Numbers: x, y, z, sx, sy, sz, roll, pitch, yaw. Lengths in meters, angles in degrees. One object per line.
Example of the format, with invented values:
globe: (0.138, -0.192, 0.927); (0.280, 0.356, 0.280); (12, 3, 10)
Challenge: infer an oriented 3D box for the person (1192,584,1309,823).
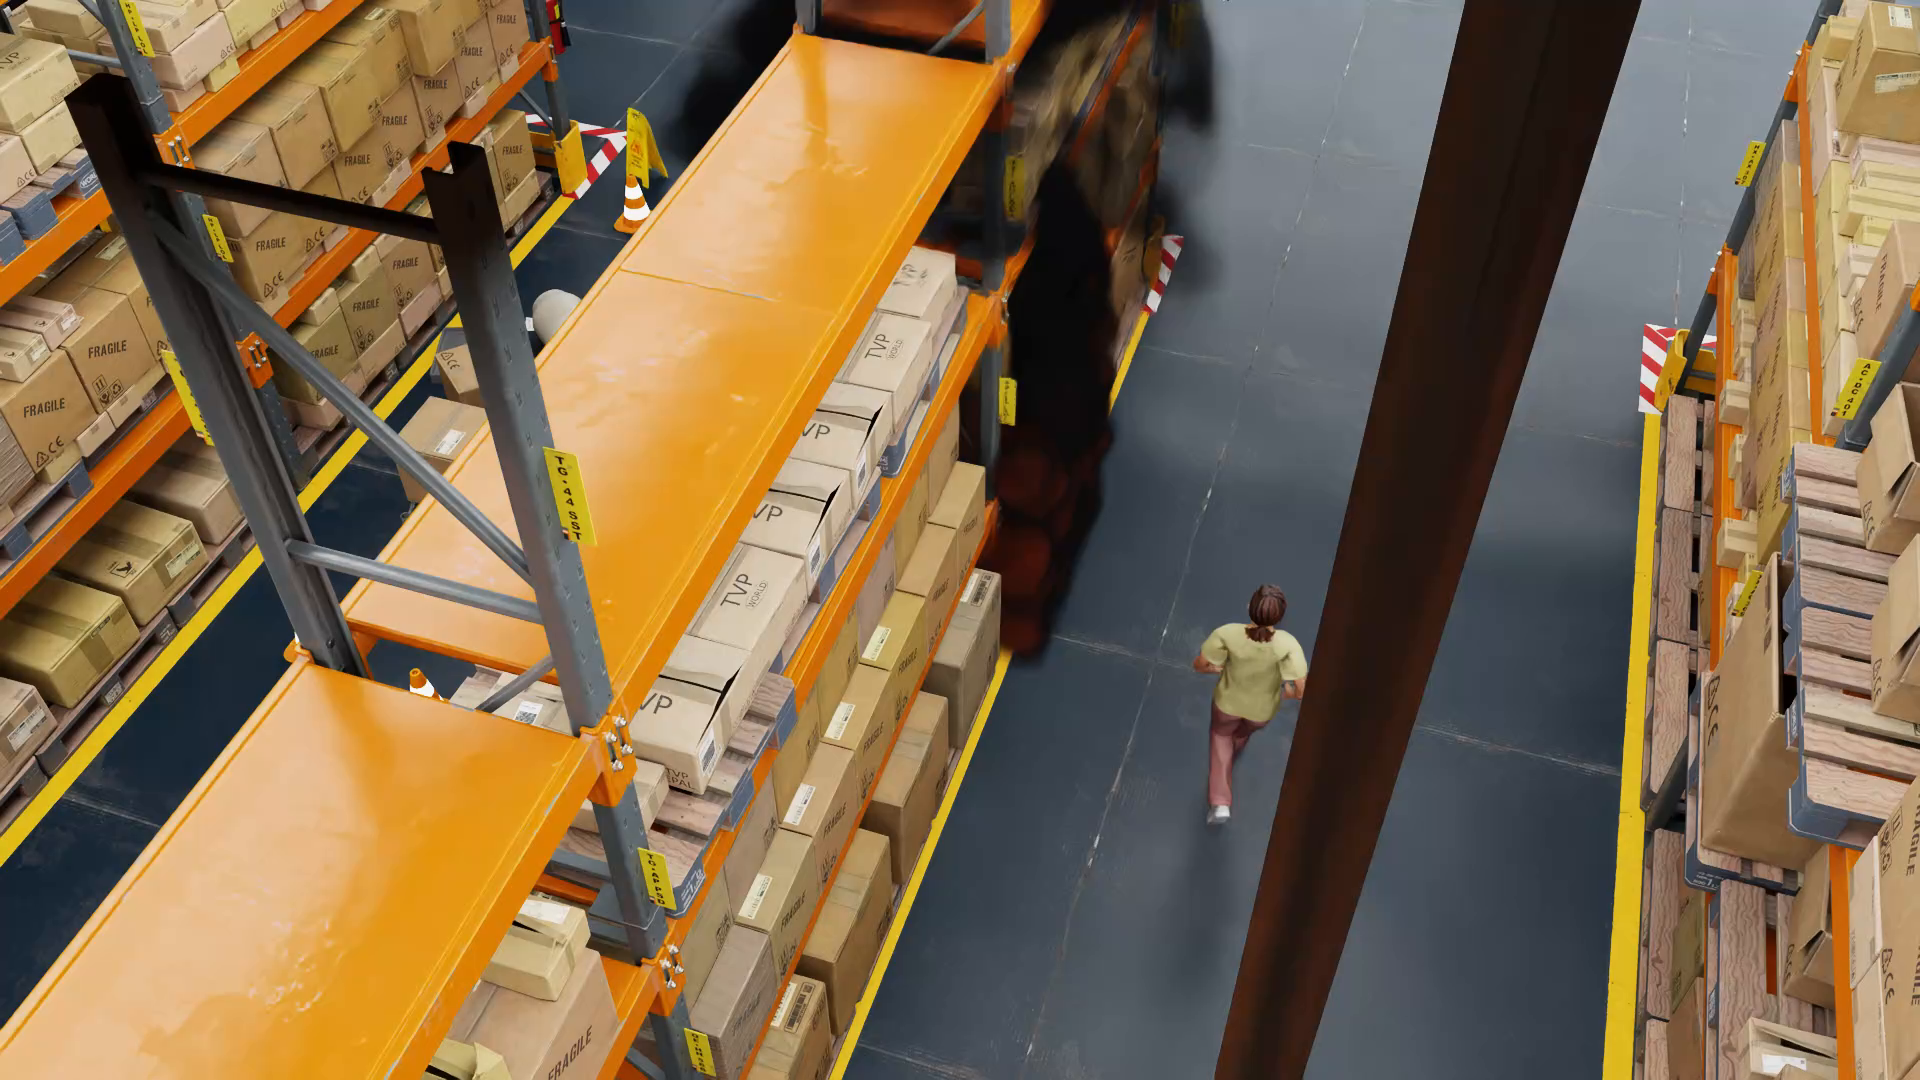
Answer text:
person: (1.501, 0.863, 8.752); (0.604, 1.658, 0.722); (10, 46, 10)
